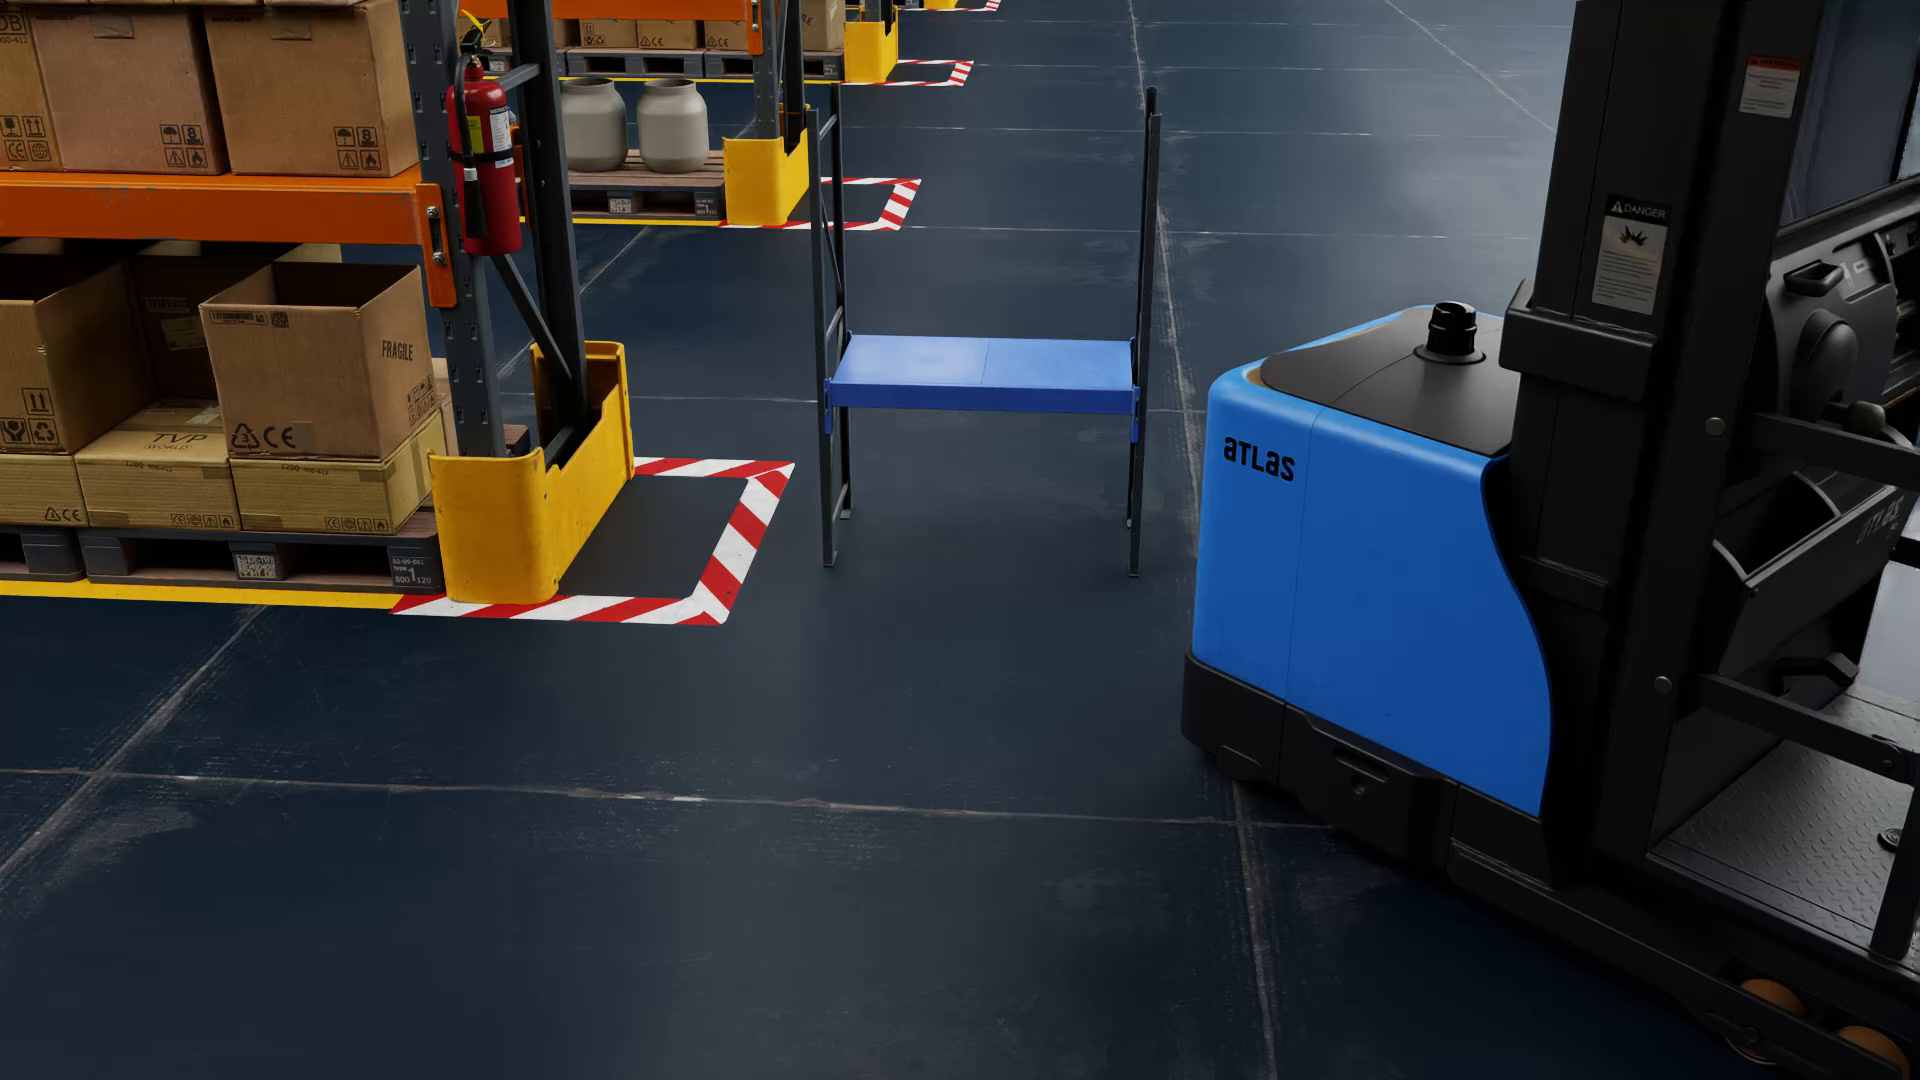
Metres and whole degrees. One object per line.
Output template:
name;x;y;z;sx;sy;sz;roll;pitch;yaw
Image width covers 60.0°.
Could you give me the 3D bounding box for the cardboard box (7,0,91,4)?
cardboard box;-2.629;-1.700;4.961;0.250;0.149;0.380;2;25;5

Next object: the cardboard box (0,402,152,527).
cardboard box;-3.022;-0.264;5.523;0.500;0.250;0.500;2;25;4

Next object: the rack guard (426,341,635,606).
rack guard;-1.443;-0.266;5.730;0.348;0.500;1.175;2;25;4

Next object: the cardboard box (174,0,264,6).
cardboard box;-2.124;-1.683;4.923;0.250;0.149;0.380;2;25;5

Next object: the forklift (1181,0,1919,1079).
forklift;1.960;-0.440;3.199;1.130;2.935;3.031;-21;32;-38

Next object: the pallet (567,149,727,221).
pallet;-1.973;-2.211;10.302;1.213;0.211;1.003;2;25;4

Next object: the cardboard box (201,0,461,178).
cardboard box;-1.931;-1.468;5.232;0.500;0.500;0.700;2;25;4

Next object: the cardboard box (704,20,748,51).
cardboard box;-1.925;-4.618;14.685;0.500;0.500;0.500;8;26;18

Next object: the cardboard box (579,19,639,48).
cardboard box;-3.101;-4.682;14.825;0.500;0.500;0.500;0;25;-1

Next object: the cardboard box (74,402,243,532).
cardboard box;-2.524;-0.249;5.490;0.500;0.250;0.500;2;25;4

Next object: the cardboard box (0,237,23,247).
cardboard box;-3.480;-0.844;5.885;0.500;0.500;0.500;2;25;4

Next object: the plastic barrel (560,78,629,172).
plastic barrel;-2.246;-2.532;10.139;0.421;0.512;0.421;0;25;0

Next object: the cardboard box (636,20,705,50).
cardboard box;-2.548;-4.646;14.746;0.500;0.500;0.500;4;25;9

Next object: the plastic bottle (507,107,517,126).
plastic bottle;-2.868;-2.615;10.582;0.097;0.271;0.097;0;25;0

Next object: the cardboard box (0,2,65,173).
cardboard box;-2.950;-1.501;5.304;0.500;0.500;0.700;2;25;4

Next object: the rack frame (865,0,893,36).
rack frame;-0.705;-5.531;14.182;0.127;3.000;1.000;2;25;4

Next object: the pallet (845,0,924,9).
pallet;-1.028;-6.321;19.235;1.213;0.211;1.003;2;25;4

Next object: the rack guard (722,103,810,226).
rack guard;-1.163;-2.314;10.180;0.348;0.500;1.175;2;25;4

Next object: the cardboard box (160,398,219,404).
cardboard box;-2.483;-0.468;5.966;0.500;0.250;0.500;2;25;4

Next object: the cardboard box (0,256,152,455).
cardboard box;-3.023;-0.604;5.363;0.500;0.500;0.500;2;25;4

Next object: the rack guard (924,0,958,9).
rack guard;-0.200;-6.459;19.188;0.348;0.500;1.175;2;25;4

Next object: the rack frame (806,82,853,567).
rack frame;-0.422;-0.695;5.466;0.032;1.500;0.500;2;25;4

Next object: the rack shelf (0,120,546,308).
rack shelf;-3.461;-1.139;5.498;4.000;0.370;1.077;2;25;4

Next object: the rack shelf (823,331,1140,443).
rack shelf;0.085;-0.515;5.506;1.000;0.185;0.538;2;25;4

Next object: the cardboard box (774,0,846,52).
cardboard box;-1.326;-4.613;14.675;0.500;0.500;0.500;6;25;14

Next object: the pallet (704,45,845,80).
pallet;-1.588;-4.307;14.858;1.213;0.211;1.003;2;25;4

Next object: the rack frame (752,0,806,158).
rack frame;-1.084;-3.467;9.695;0.127;3.000;1.000;2;25;4

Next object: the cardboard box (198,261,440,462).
cardboard box;-2.024;-0.578;5.307;0.500;0.500;0.500;2;25;4

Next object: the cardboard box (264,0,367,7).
cardboard box;-1.862;-1.675;4.906;0.250;0.149;0.380;1;25;3

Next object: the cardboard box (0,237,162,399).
cardboard box;-2.983;-0.820;5.834;0.500;0.500;0.500;2;25;4

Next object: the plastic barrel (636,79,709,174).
plastic barrel;-1.746;-2.516;10.104;0.421;0.512;0.421;0;25;0

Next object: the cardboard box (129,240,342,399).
cardboard box;-2.483;-0.810;5.811;0.500;0.500;0.500;2;25;4

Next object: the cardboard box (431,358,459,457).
cardboard box;-1.985;-0.454;5.935;0.500;0.250;0.500;2;25;4

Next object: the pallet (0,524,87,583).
pallet;-3.446;-0.183;5.894;1.213;0.211;1.003;2;25;4

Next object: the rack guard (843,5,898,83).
rack guard;-0.781;-4.398;14.709;0.348;0.500;1.175;2;25;4

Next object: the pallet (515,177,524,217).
pallet;-3.186;-2.251;10.389;1.213;0.211;1.003;2;25;4

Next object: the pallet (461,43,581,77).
pallet;-4.021;-4.385;15.028;1.213;0.211;1.003;2;25;4

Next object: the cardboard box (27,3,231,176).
cardboard box;-2.455;-1.483;5.264;0.500;0.500;0.700;2;25;5

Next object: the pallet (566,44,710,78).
pallet;-2.801;-4.347;14.946;1.213;0.211;1.003;2;25;4

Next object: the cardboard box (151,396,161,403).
cardboard box;-2.982;-0.484;6.001;0.500;0.250;0.500;2;25;4

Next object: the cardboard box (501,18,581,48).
cardboard box;-3.726;-4.669;14.797;0.500;0.500;0.500;10;27;21

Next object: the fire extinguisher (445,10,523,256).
fire extinguisher;-1.385;-1.170;4.796;0.183;0.674;0.296;2;25;4

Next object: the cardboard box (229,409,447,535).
cardboard box;-2.024;-0.238;5.466;0.500;0.250;0.500;2;25;4

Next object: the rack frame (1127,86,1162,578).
rack frame;0.592;-0.662;5.395;0.032;1.500;0.500;2;25;4

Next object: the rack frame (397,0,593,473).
rack frame;-1.467;-1.402;5.209;0.127;3.000;1.000;2;25;4

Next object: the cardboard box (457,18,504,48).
cardboard box;-4.297;-4.685;14.830;0.500;0.500;0.500;1;25;2

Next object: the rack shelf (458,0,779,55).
rack shelf;-3.078;-3.204;9.985;4.000;0.370;1.077;2;25;4

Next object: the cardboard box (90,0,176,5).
cardboard box;-2.379;-1.691;4.941;0.250;0.149;0.380;1;25;3

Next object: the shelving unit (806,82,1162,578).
shelving unit;0.085;-0.679;5.431;1.048;1.500;0.538;2;25;4

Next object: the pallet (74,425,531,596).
pallet;-2.233;-0.143;5.807;1.213;0.211;1.003;2;25;4
